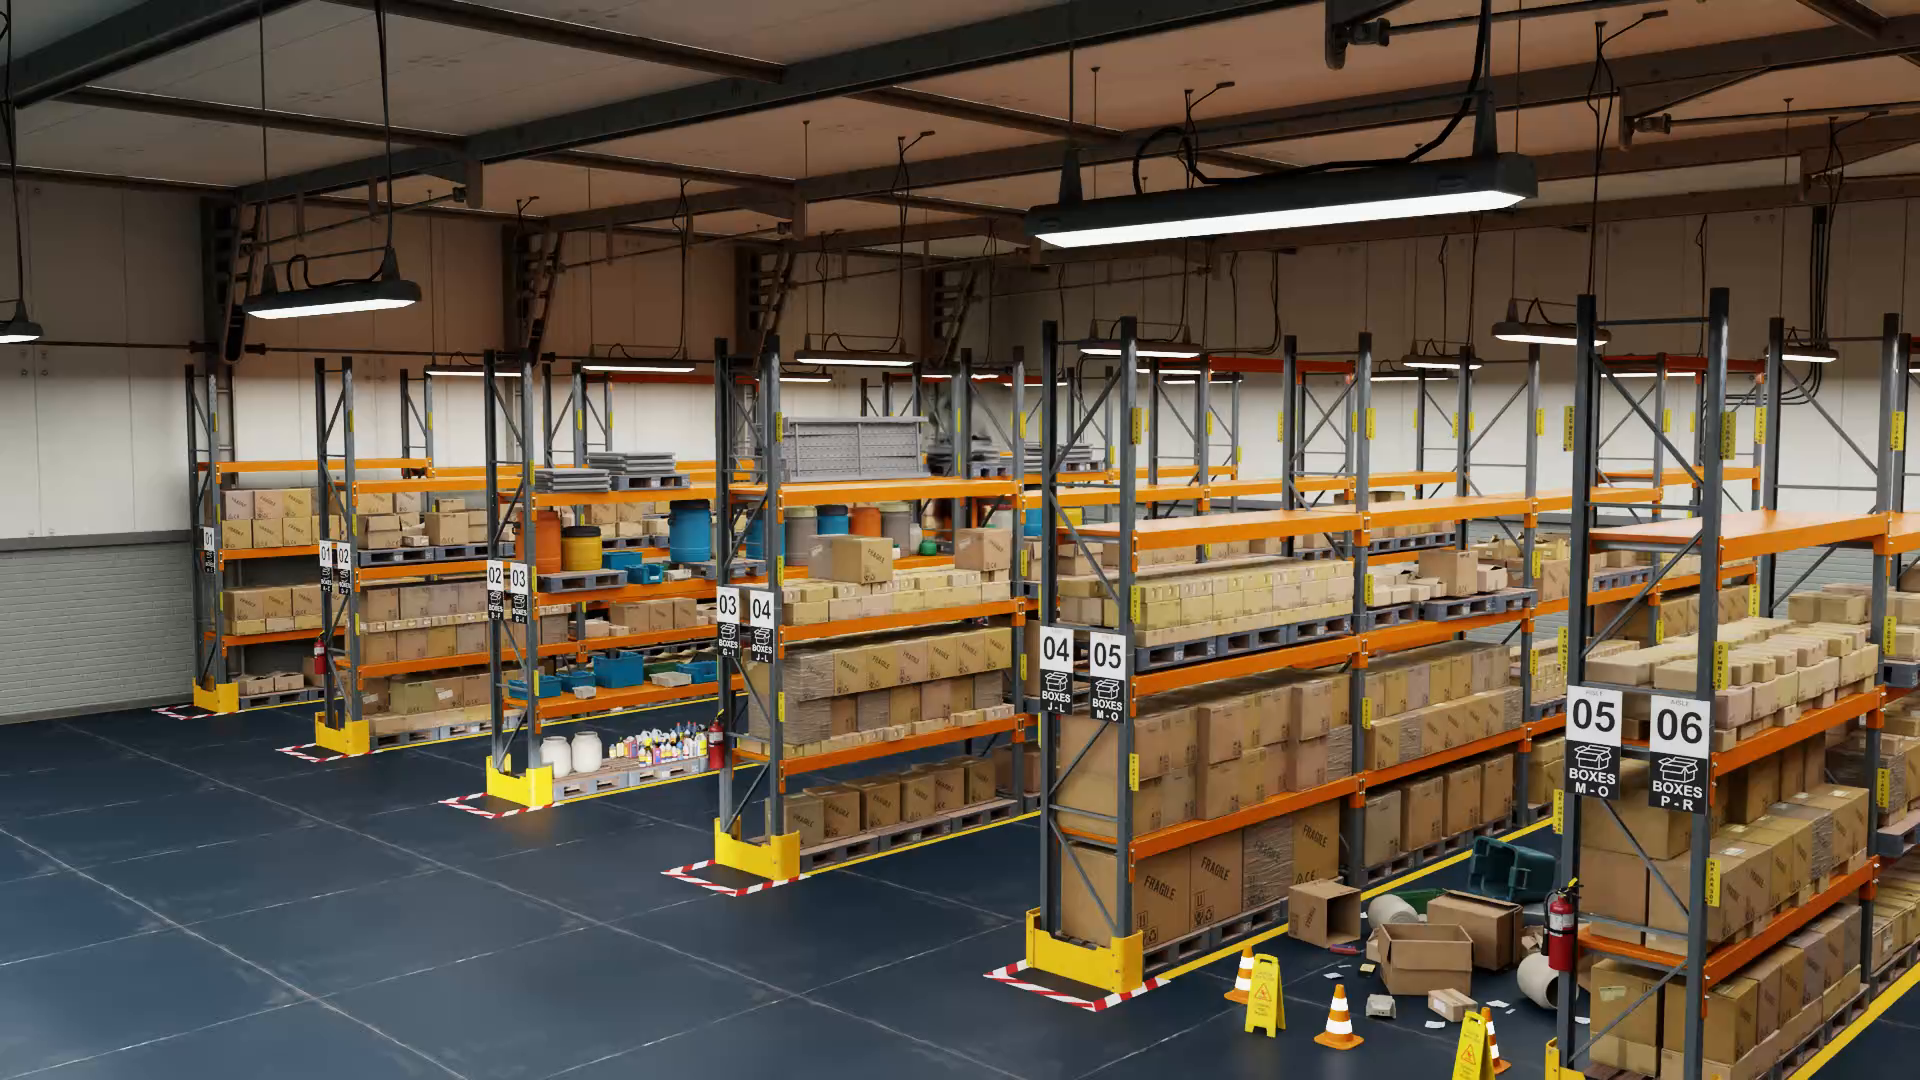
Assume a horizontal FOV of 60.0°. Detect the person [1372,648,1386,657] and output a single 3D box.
[{"bbox_3d":[6.446,2.432,25.378,0.745,1.555,0.530,-4,6,-41],"label":"person"}]
